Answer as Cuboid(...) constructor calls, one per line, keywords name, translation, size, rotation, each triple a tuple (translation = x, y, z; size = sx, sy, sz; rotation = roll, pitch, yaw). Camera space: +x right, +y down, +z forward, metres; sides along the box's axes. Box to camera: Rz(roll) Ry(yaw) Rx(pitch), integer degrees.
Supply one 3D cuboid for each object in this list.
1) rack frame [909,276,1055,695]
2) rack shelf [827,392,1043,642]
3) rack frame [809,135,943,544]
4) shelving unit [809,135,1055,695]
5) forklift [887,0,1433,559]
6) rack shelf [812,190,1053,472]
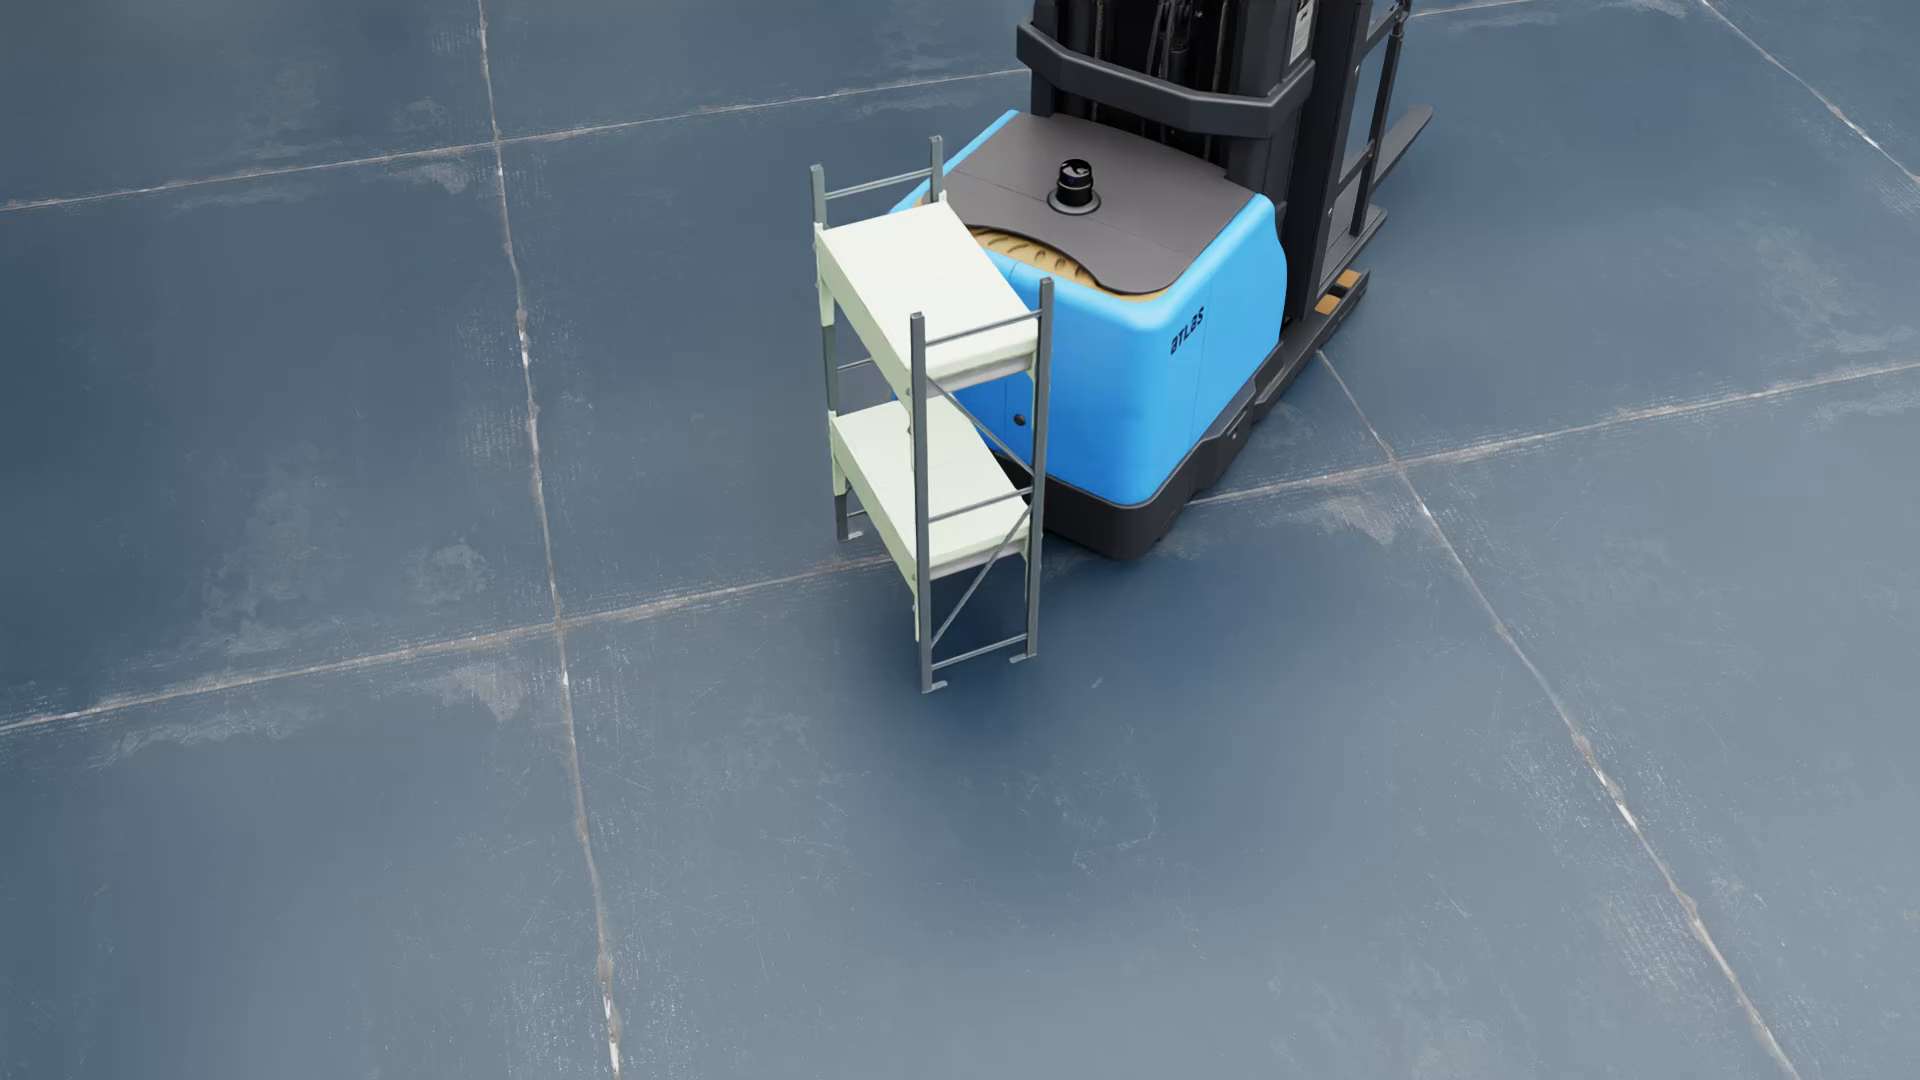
Cuboid(name="rack frame", translation=(0.059, -0.098, 4.796), size=(0.400, 1.500, 0.023), rotation=(-18, 48, -16))
Cuboid(name="rack shelf", translation=(-0.089, -0.109, 5.264), size=(0.431, 0.370, 0.720), rotation=(-18, 48, -16))
Cuboid(name="rack frame", translation=(-0.237, -0.577, 5.265), size=(0.400, 1.500, 0.023), rotation=(-18, 48, -16))
Cuboid(name="shelving unit", translation=(-0.089, -0.338, 5.031), size=(0.431, 1.500, 0.755), rotation=(-18, 48, -16))
Cuboid(name="forklift", translation=(0.969, -1.992, 5.650), size=(1.130, 2.935, 3.031), rotation=(25, 51, 22))
Cuboid(name="rack shelf", translation=(-0.089, -0.611, 4.752), size=(0.431, 0.370, 0.720), rotation=(-18, 48, -16))
